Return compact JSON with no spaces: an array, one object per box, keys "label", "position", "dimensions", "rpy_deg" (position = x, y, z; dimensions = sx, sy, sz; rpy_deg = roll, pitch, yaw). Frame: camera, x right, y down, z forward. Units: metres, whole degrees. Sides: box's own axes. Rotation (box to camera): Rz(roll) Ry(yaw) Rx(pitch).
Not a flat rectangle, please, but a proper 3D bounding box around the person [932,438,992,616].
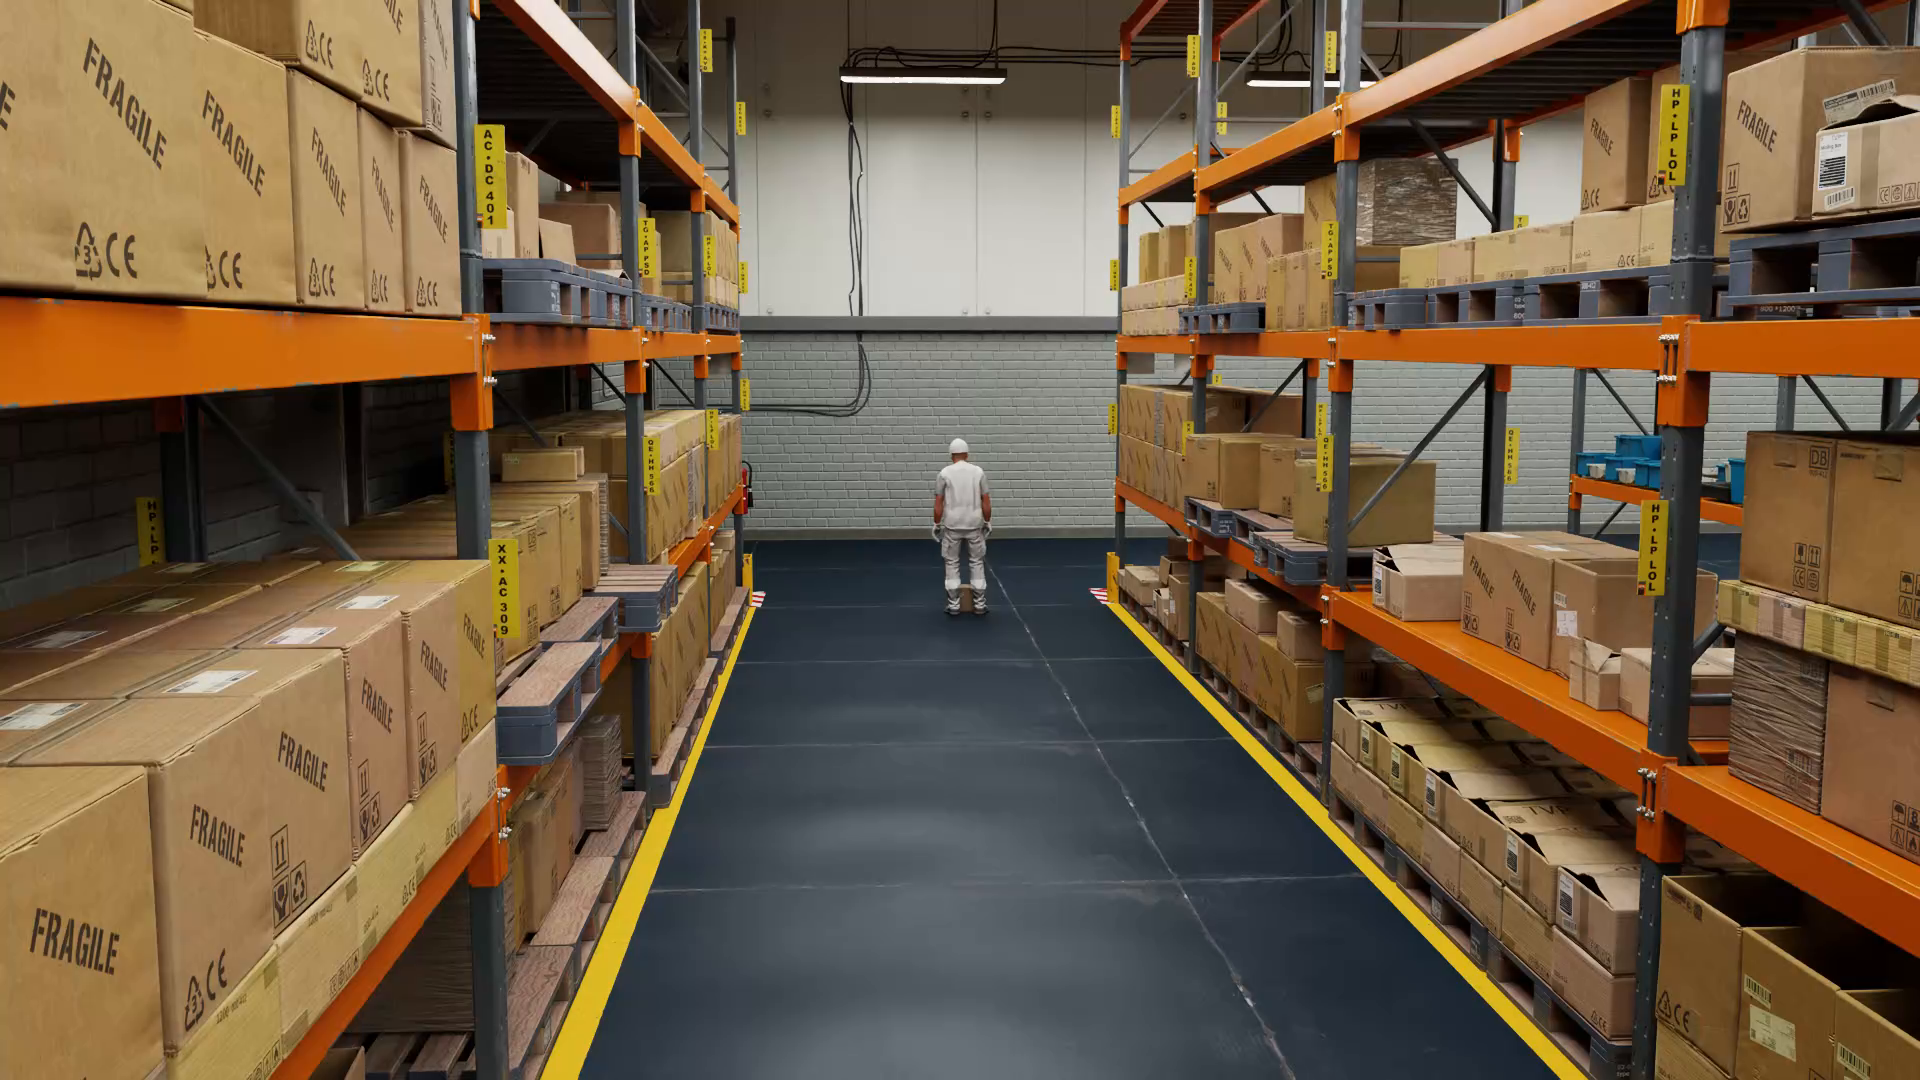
[{"label":"person","position":[0.020,-0.134,16.807],"dimensions":[0.616,1.778,0.453],"rpy_deg":[-1,7,-7]}]
